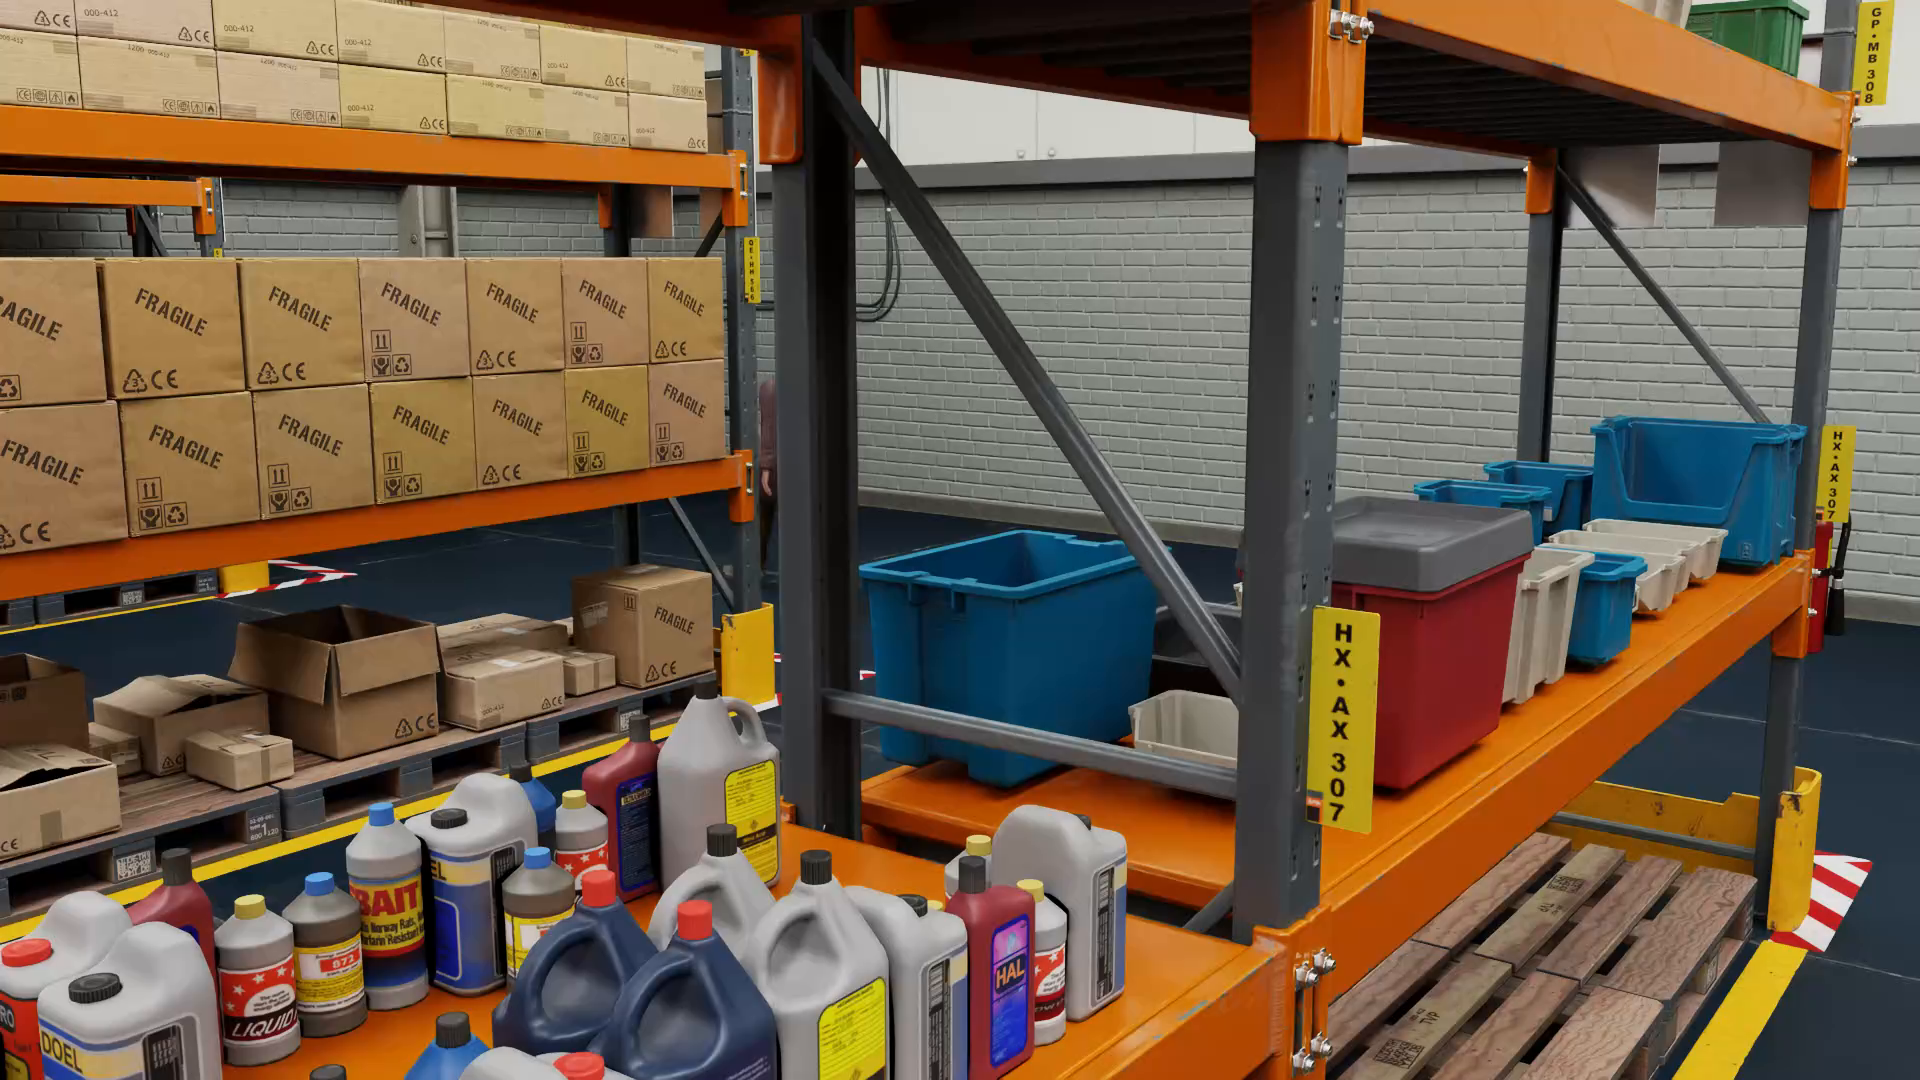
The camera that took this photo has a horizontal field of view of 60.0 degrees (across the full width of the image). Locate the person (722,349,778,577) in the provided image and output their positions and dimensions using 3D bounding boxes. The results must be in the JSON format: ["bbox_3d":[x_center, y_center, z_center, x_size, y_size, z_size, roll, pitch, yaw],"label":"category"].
[{"bbox_3d":[-1.245,-0.550,11.597,0.628,1.724,1.062,-7,12,-36],"label":"person"}]
